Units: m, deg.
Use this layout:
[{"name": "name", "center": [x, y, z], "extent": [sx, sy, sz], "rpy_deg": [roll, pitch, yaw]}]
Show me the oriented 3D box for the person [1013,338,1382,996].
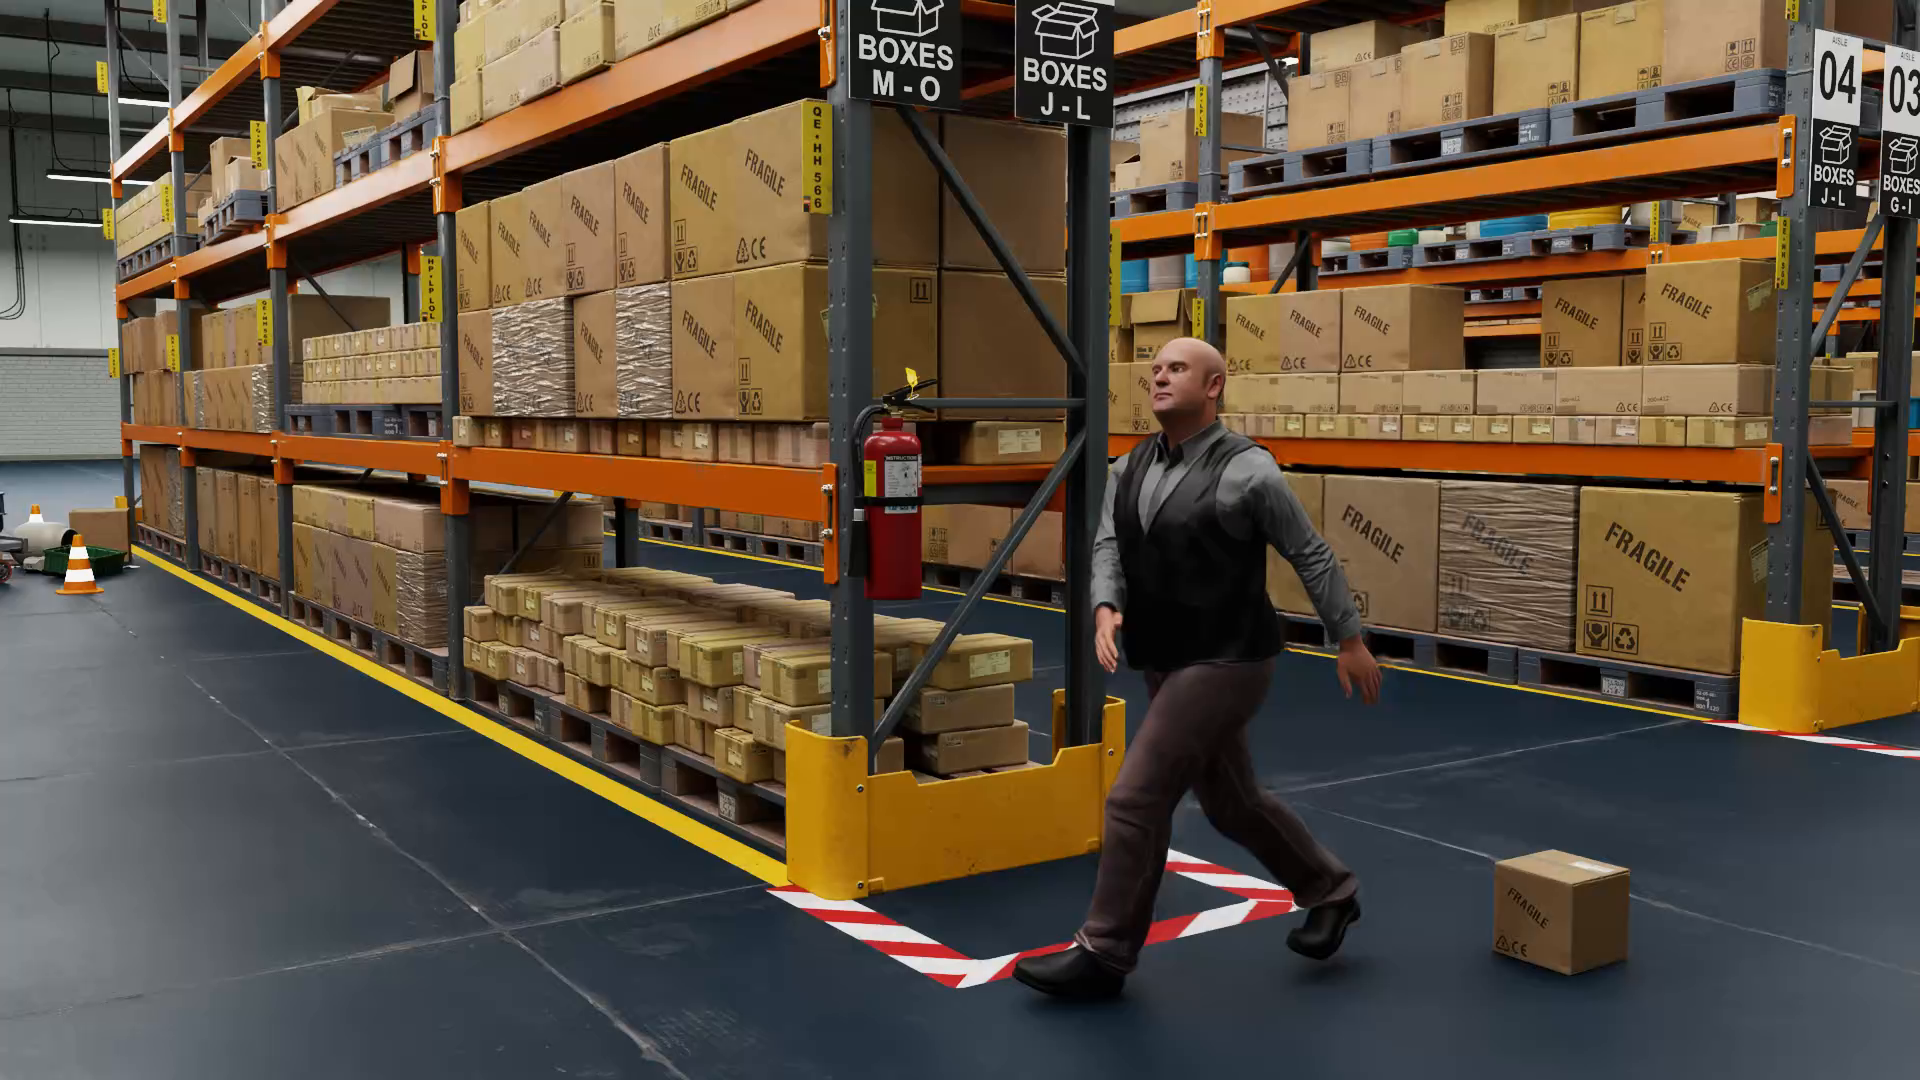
[{"name": "person", "center": [0.626, 0.317, 4.273], "extent": [1.029, 1.664, 0.524], "rpy_deg": [-2, 5, -26]}]
